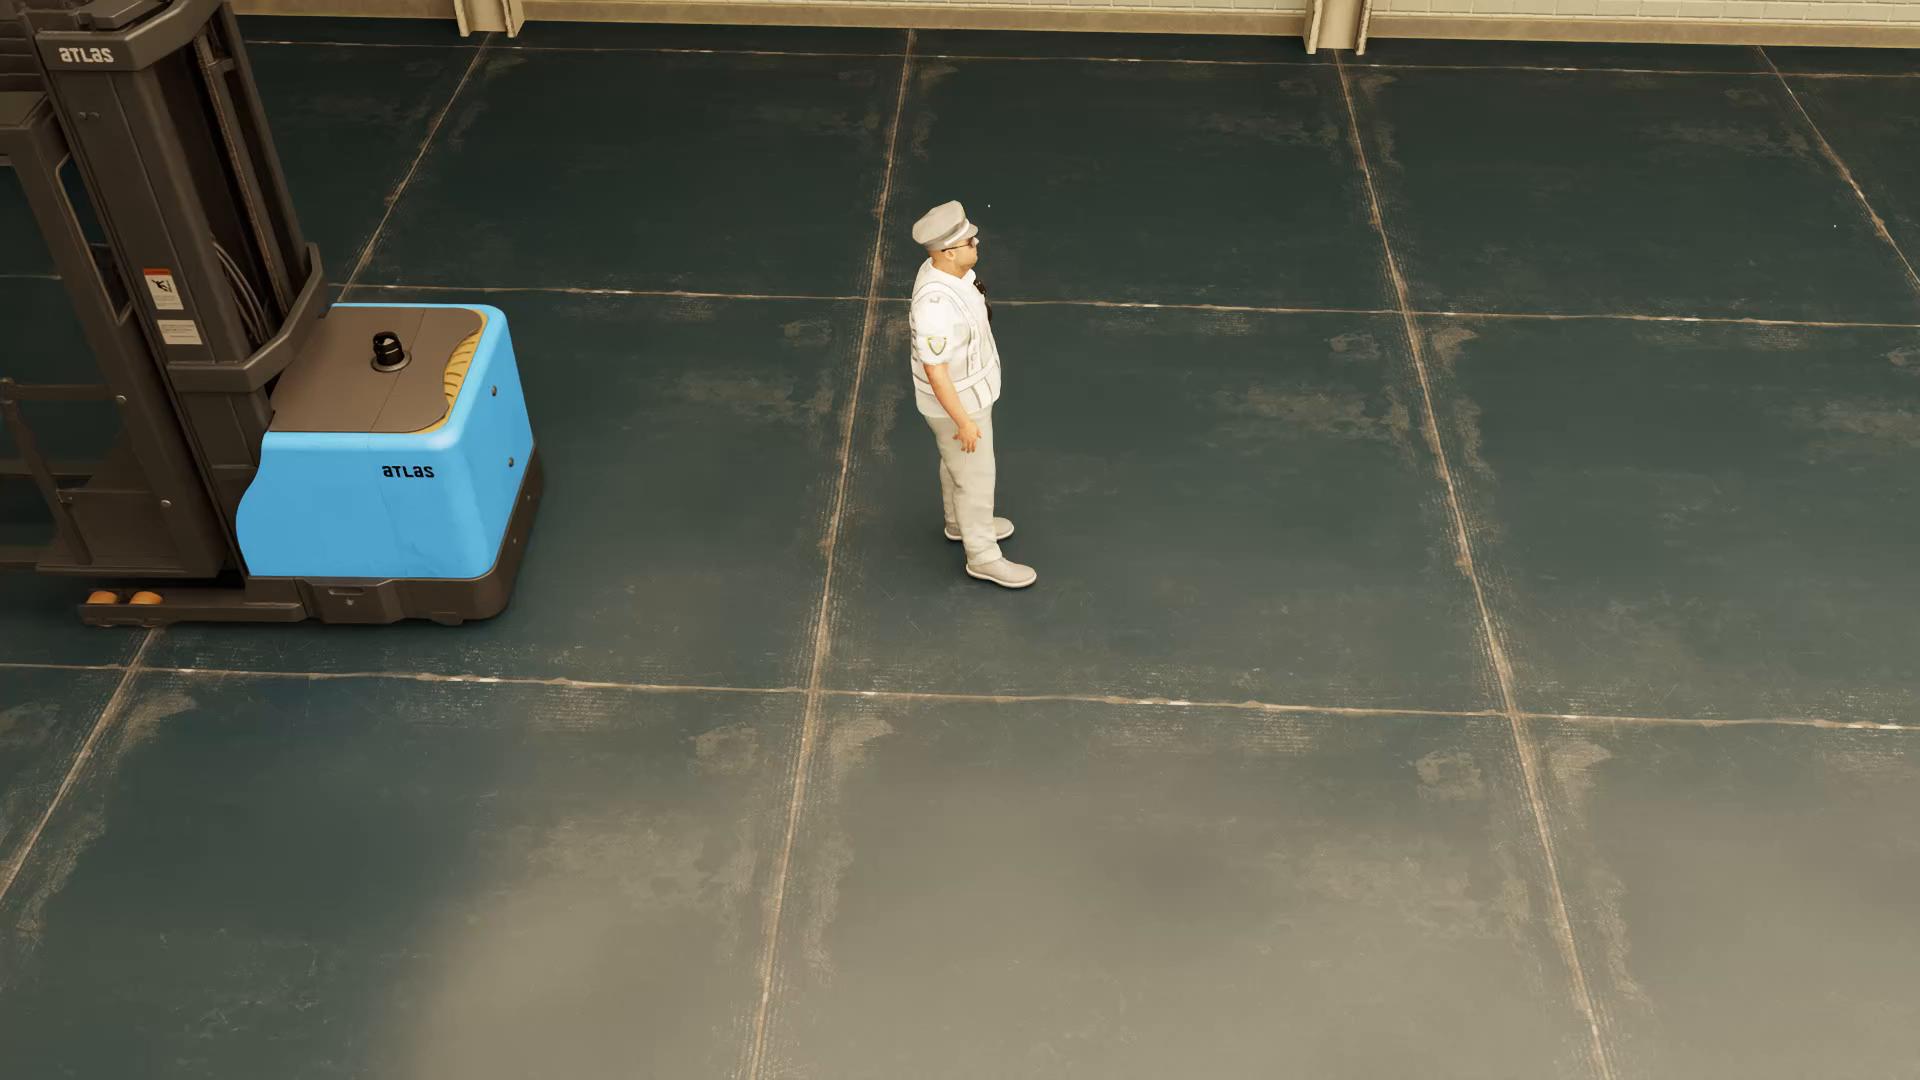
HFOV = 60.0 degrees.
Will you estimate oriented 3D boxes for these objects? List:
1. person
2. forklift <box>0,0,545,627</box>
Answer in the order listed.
[{"bbox_3d":[0.078,-0.654,7.299,0.574,1.781,0.641,2,42,2],"label":"person"},{"bbox_3d":[-3.550,-1.046,6.888,3.031,2.935,1.130,1,42,1],"label":"forklift"}]
